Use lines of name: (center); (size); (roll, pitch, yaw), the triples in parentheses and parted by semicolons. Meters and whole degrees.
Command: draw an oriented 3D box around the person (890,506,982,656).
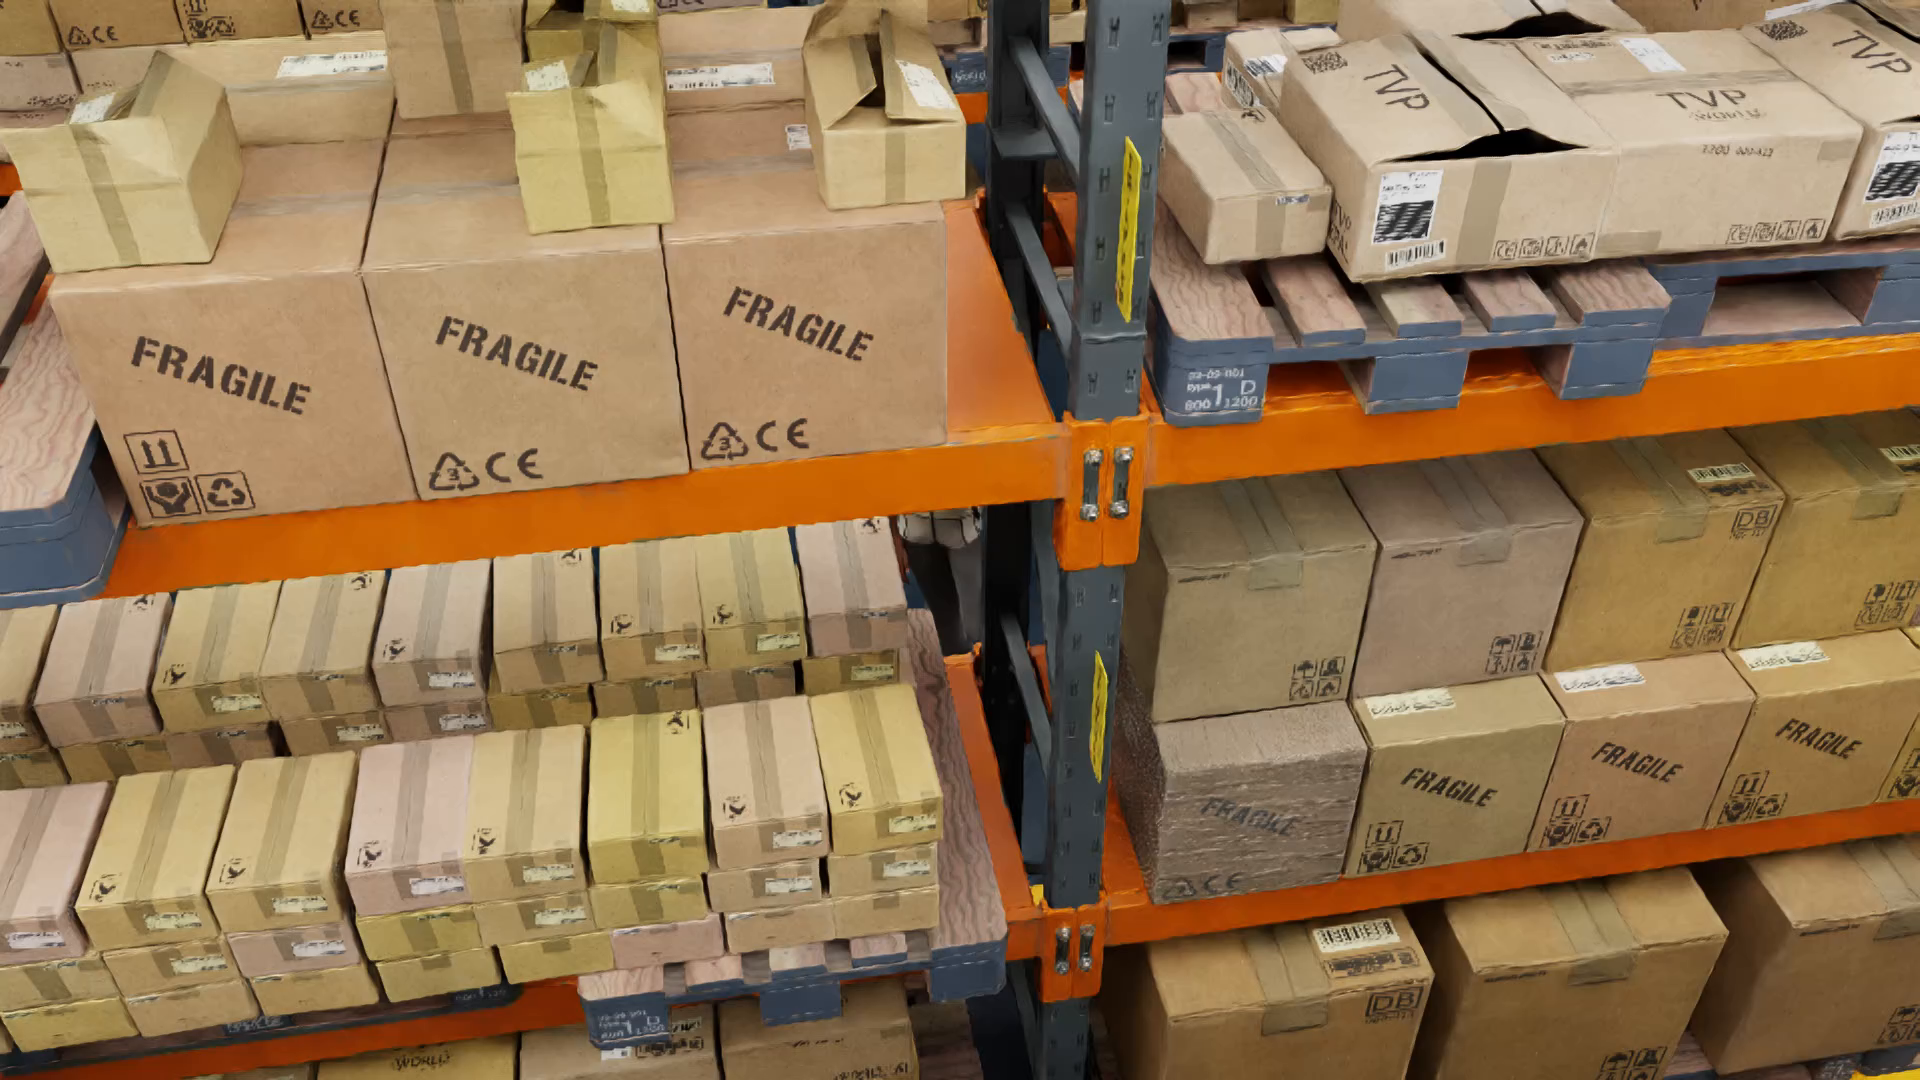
person: (-0.012, -0.022, 6.163); (0.570, 1.664, 0.422); (12, 40, 14)
